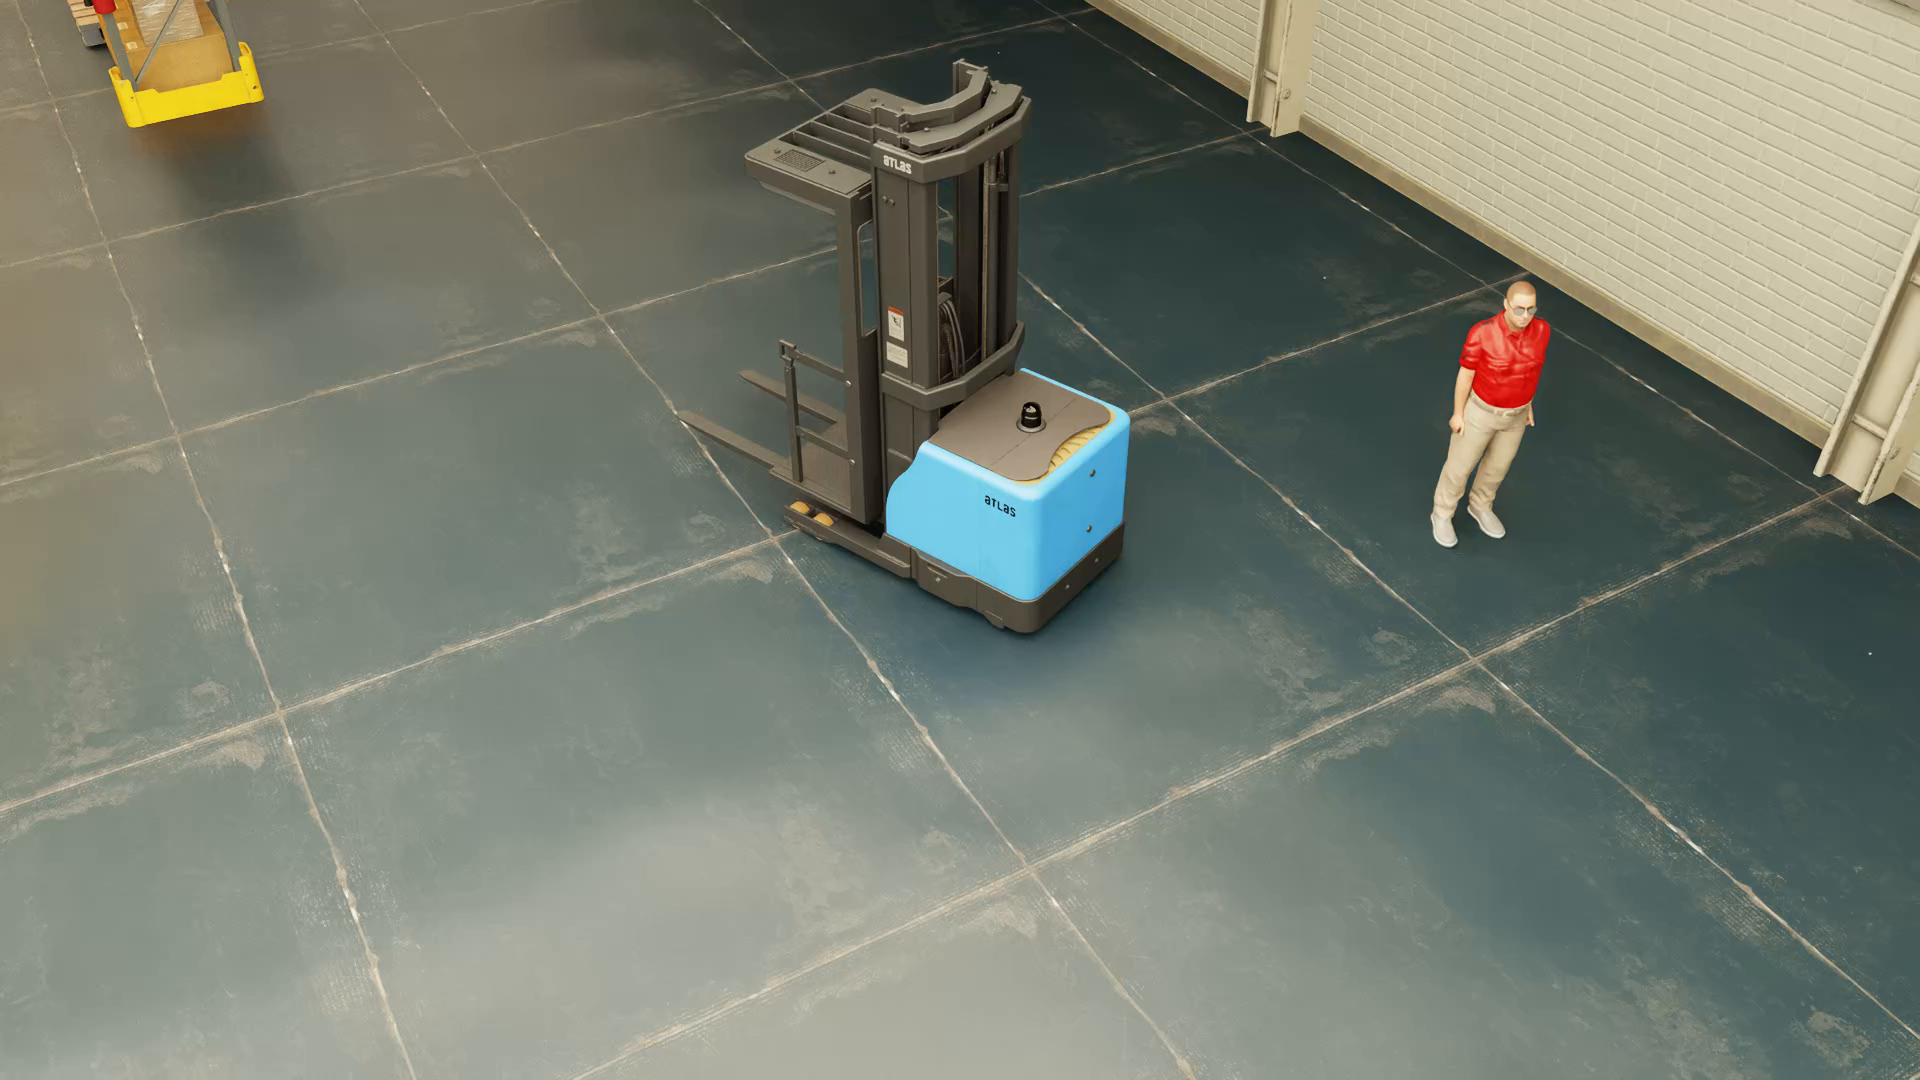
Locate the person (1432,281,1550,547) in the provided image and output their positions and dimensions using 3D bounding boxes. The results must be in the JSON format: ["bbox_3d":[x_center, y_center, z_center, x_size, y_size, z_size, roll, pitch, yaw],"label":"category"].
[{"bbox_3d":[3.185,-0.744,9.877,0.525,1.730,0.348,-8,40,-10],"label":"person"}]

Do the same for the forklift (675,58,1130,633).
[{"bbox_3d":[-0.481,-1.366,9.683,3.031,2.935,1.130,26,46,28],"label":"forklift"}]
